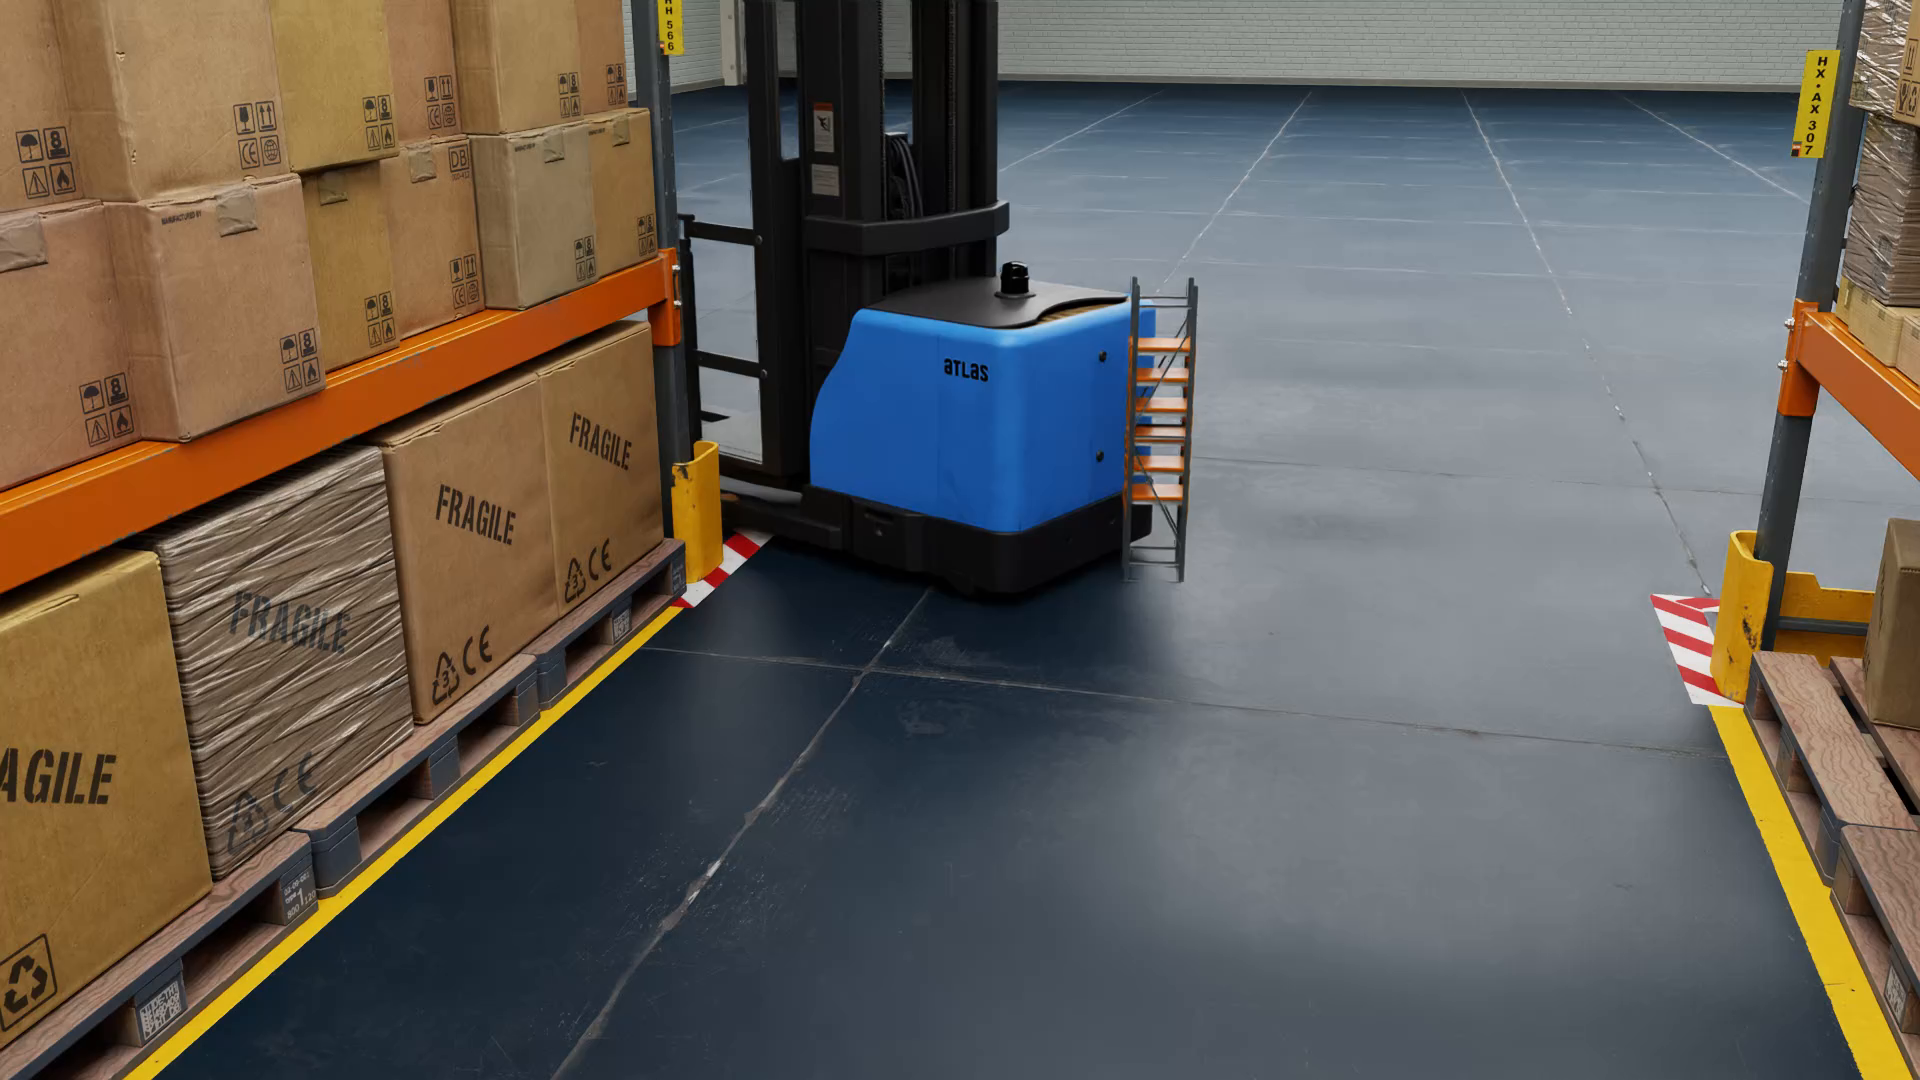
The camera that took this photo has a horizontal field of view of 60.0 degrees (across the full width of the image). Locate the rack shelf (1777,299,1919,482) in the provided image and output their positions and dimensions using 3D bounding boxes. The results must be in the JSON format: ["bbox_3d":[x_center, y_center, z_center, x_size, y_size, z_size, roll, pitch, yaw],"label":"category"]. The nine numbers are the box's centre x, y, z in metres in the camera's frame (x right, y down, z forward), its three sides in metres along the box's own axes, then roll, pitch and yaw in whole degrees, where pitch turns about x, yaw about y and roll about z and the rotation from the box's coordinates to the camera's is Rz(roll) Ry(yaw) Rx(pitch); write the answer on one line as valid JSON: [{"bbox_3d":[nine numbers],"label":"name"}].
[{"bbox_3d":[2.710,0.060,3.485,1.077,0.370,4.000,5,19,13],"label":"rack shelf"}]

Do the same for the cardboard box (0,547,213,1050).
[{"bbox_3d":[-2.342,0.538,3.610,0.875,0.875,0.875,5,19,14],"label":"cardboard box"}]

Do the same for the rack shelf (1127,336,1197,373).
[{"bbox_3d":[0.785,-0.724,6.474,0.258,0.103,0.180,1,19,2],"label":"rack shelf"}]

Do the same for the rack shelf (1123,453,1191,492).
[{"bbox_3d":[0.783,-0.270,6.629,0.258,0.103,0.180,1,19,2],"label":"rack shelf"}]

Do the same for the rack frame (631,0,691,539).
[{"bbox_3d":[-1.586,-1.331,6.444,1.000,3.000,0.127,5,19,13],"label":"rack frame"}]

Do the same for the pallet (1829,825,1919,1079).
[{"bbox_3d":[2.647,1.069,3.732,1.003,0.211,1.213,5,19,13],"label":"pallet"}]

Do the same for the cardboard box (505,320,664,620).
[{"bbox_3d":[-1.688,-0.307,6.082,0.875,0.875,0.875,5,19,14],"label":"cardboard box"}]

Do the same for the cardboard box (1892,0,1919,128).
[{"bbox_3d":[2.671,-1.262,4.080,0.500,0.500,0.500,5,19,13],"label":"cardboard box"}]

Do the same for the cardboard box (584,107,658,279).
[{"bbox_3d":[-1.633,-1.282,6.069,0.875,0.550,0.550,5,19,13],"label":"cardboard box"}]

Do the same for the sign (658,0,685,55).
[{"bbox_3d":[-1.063,-1.944,6.080,0.100,0.325,0.005,5,19,13],"label":"sign"}]

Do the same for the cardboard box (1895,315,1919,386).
[{"bbox_3d":[2.702,-0.484,4.353,0.380,0.149,0.250,5,19,13],"label":"cardboard box"}]

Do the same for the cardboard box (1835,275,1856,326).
[{"bbox_3d":[2.898,-0.718,5.039,0.380,0.149,0.250,5,19,13],"label":"cardboard box"}]

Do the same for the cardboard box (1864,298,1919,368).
[{"bbox_3d":[2.743,-0.564,4.588,0.380,0.149,0.250,5,19,13],"label":"cardboard box"}]

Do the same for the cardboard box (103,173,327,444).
[{"bbox_3d":[-2.126,-0.599,4.069,0.875,0.550,0.550,5,19,13],"label":"cardboard box"}]

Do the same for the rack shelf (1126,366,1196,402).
[{"bbox_3d":[0.785,-0.611,6.513,0.258,0.103,0.180,1,19,2],"label":"rack shelf"}]

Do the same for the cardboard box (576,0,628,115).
[{"bbox_3d":[-1.714,-1.800,5.914,0.875,0.550,0.550,5,19,13],"label":"cardboard box"}]

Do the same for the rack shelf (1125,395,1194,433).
[{"bbox_3d":[0.784,-0.497,6.551,0.258,0.103,0.180,1,19,2],"label":"rack shelf"}]

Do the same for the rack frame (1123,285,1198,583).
[{"bbox_3d":[0.780,-0.396,6.489,0.240,1.200,0.006,1,19,2],"label":"rack frame"}]

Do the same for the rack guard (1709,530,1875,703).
[{"bbox_3d":[3.180,0.299,5.539,1.175,0.500,0.348,5,19,13],"label":"rack guard"}]

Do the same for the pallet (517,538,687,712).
[{"bbox_3d":[-1.706,0.245,6.143,1.003,0.211,1.213,5,19,13],"label":"pallet"}]

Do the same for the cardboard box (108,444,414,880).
[{"bbox_3d":[-2.125,0.255,4.438,0.875,0.875,0.875,5,19,14],"label":"cardboard box"}]

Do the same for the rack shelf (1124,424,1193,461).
[{"bbox_3d":[0.784,-0.384,6.590,0.258,0.103,0.180,1,19,2],"label":"rack shelf"}]

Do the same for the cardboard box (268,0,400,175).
[{"bbox_3d":[-2.031,-1.279,4.389,0.875,0.550,0.500,5,19,13],"label":"cardboard box"}]

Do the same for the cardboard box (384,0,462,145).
[{"bbox_3d":[-2.028,-1.455,4.905,0.875,0.550,0.550,5,19,13],"label":"cardboard box"}]

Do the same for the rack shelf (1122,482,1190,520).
[{"bbox_3d":[0.783,-0.157,6.668,0.258,0.103,0.180,1,19,2],"label":"rack shelf"}]

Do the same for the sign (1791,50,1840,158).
[{"bbox_3d":[2.673,-1.360,5.190,0.100,0.325,0.005,5,19,13],"label":"sign"}]

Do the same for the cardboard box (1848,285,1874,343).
[{"bbox_3d":[2.818,-0.641,4.814,0.380,0.149,0.250,5,19,13],"label":"cardboard box"}]

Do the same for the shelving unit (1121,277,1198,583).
[{"bbox_3d":[0.784,-0.426,6.576,0.258,1.200,0.189,1,19,2],"label":"shelving unit"}]

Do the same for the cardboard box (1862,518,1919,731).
[{"bbox_3d":[3.030,0.271,4.971,0.500,0.500,0.500,9,21,23],"label":"cardboard box"}]

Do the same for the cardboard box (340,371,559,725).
[{"bbox_3d":[-1.901,-0.031,5.274,0.875,0.875,0.875,4,19,13],"label":"cardboard box"}]

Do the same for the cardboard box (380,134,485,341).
[{"bbox_3d":[-2.005,-0.942,5.074,0.875,0.550,0.550,5,19,13],"label":"cardboard box"}]

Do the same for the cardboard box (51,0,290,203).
[{"bbox_3d":[-2.153,-1.112,3.901,0.875,0.550,0.550,5,19,13],"label":"cardboard box"}]

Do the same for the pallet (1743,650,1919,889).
[{"bbox_3d":[2.948,0.688,4.848,1.003,0.211,1.213,5,19,13],"label":"pallet"}]

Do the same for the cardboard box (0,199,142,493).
[{"bbox_3d":[-2.372,-0.439,3.600,0.875,0.550,0.550,5,19,13],"label":"cardboard box"}]

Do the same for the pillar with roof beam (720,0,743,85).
[{"bbox_3d":[-0.765,-13.836,33.774,9.100,9.000,0.400,5,19,13],"label":"pillar with roof beam"}]

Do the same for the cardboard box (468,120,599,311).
[{"bbox_3d":[-1.746,-1.108,5.559,0.875,0.550,0.550,5,19,13],"label":"cardboard box"}]

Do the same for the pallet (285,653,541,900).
[{"bbox_3d":[-2.006,0.627,5.027,1.003,0.211,1.213,5,19,13],"label":"pallet"}]

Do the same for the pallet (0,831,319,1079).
[{"bbox_3d":[-2.302,1.010,3.904,1.003,0.211,1.213,5,19,13],"label":"pallet"}]

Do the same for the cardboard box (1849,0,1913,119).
[{"bbox_3d":[2.800,-1.418,4.537,0.500,0.500,0.500,5,19,13],"label":"cardboard box"}]

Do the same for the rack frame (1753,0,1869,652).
[{"bbox_3d":[3.199,-0.908,5.204,1.000,3.000,0.127,5,19,13],"label":"rack frame"}]

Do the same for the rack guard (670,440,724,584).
[{"bbox_3d":[-1.580,-0.156,6.870,1.175,0.500,0.348,5,19,13],"label":"rack guard"}]

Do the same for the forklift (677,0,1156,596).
[{"bbox_3d":[-0.647,-1.542,7.167,3.031,2.935,1.130,15,24,37],"label":"forklift"}]

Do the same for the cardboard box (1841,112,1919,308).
[{"bbox_3d":[3.038,-0.926,4.642,0.875,0.500,0.500,5,19,13],"label":"cardboard box"}]

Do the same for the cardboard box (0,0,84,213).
[{"bbox_3d":[-2.418,-0.954,3.437,0.875,0.550,0.550,5,19,13],"label":"cardboard box"}]

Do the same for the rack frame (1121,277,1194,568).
[{"bbox_3d":[0.788,-0.455,6.662,0.240,1.200,0.006,1,19,2],"label":"rack frame"}]

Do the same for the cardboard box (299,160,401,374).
[{"bbox_3d":[-2.094,-0.773,4.578,0.875,0.550,0.500,5,19,13],"label":"cardboard box"}]

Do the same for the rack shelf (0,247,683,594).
[{"bbox_3d":[-2.075,-0.364,4.725,1.077,0.370,4.000,5,19,13],"label":"rack shelf"}]

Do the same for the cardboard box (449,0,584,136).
[{"bbox_3d":[-1.759,-1.620,5.388,0.875,0.550,0.550,5,19,13],"label":"cardboard box"}]
